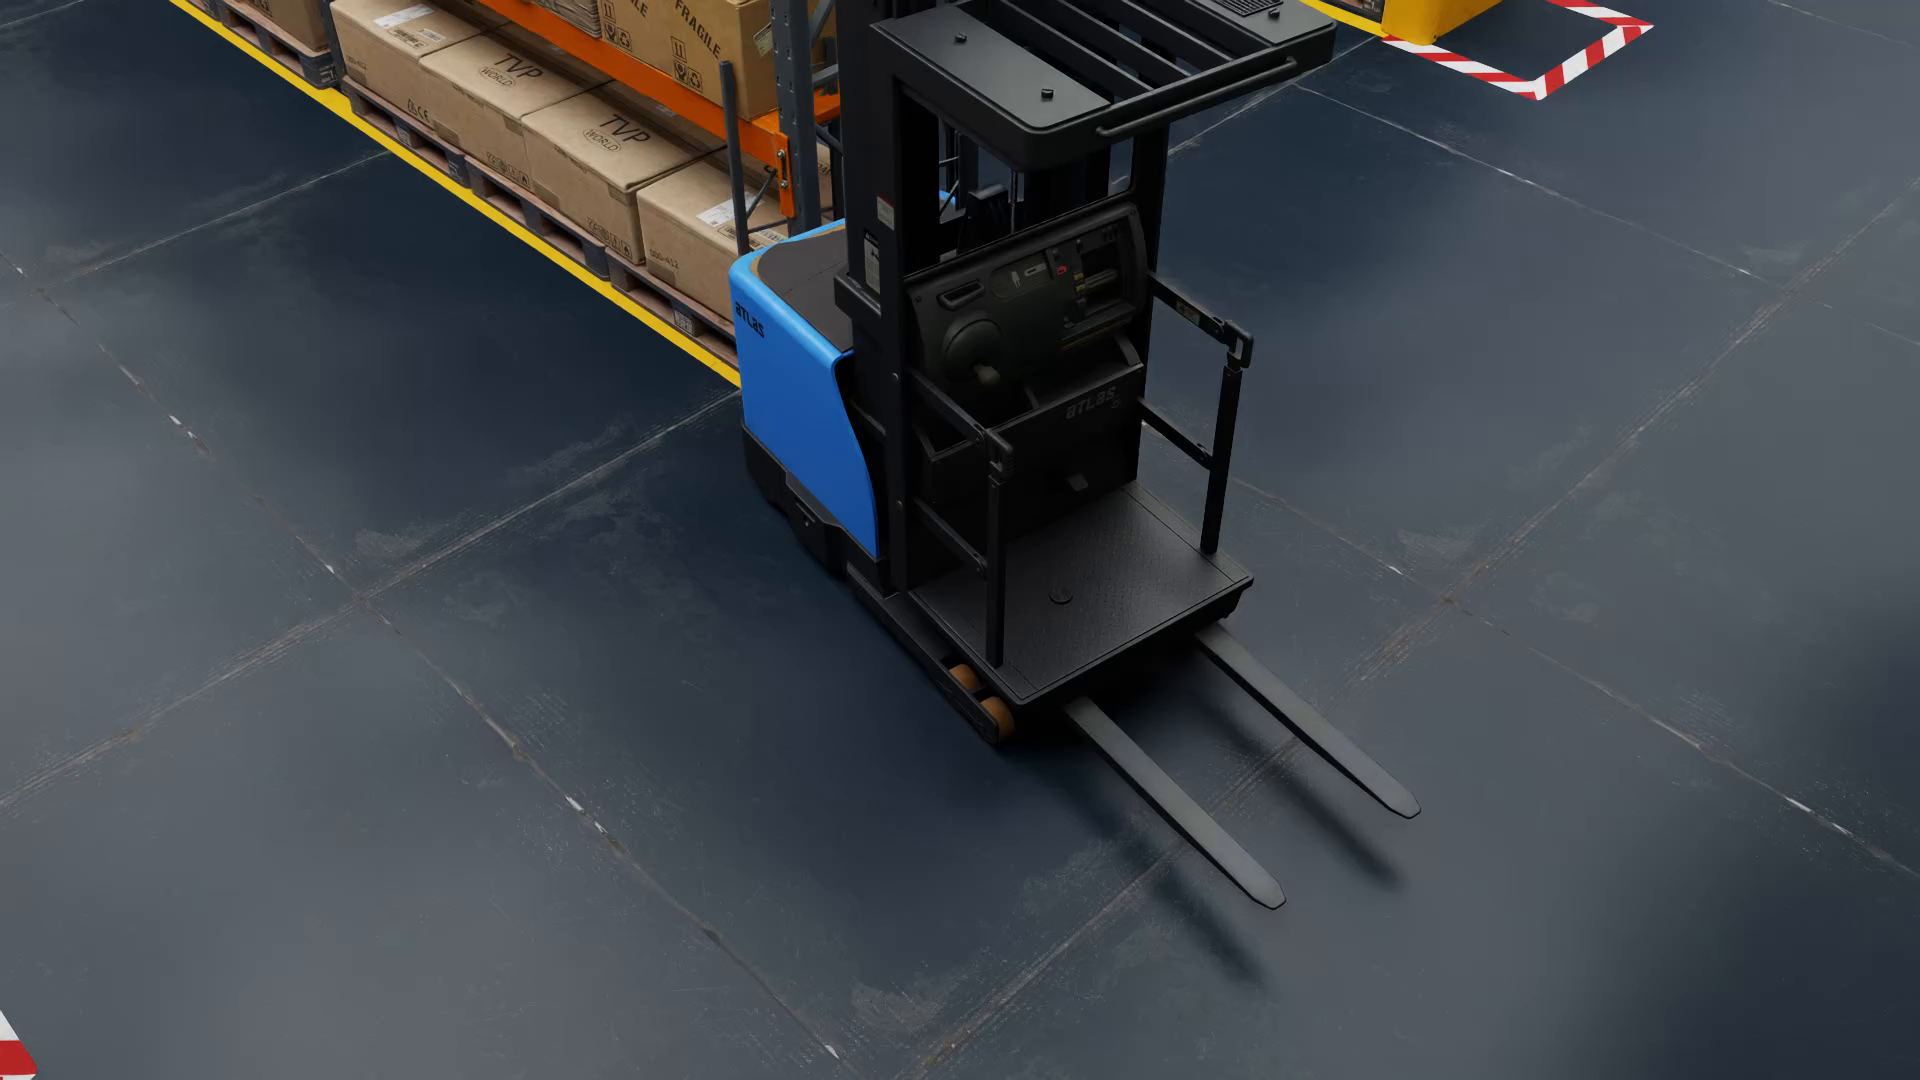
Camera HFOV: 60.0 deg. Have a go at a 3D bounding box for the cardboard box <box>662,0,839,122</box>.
[{"bbox_3d":[-0.843,-2.087,6.724,0.500,0.500,0.500,-34,52,-31],"label":"cardboard box"}]

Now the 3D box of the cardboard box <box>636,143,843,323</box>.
[{"bbox_3d":[-0.851,-1.427,7.663,0.875,0.438,0.875,32,52,30],"label":"cardboard box"}]

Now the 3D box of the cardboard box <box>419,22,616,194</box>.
[{"bbox_3d":[-2.139,-2.297,8.604,0.875,0.438,0.875,33,52,30],"label":"cardboard box"}]

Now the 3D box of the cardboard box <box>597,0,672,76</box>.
[{"bbox_3d":[-1.186,-2.335,6.993,0.500,0.500,0.500,33,52,31],"label":"cardboard box"}]

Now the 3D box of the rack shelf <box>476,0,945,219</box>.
[{"bbox_3d":[-1.727,-2.642,7.929,1.077,0.370,4.000,-34,53,-31],"label":"rack shelf"}]

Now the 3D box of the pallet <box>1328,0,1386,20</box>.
[{"bbox_3d":[2.516,-3.786,10.691,1.003,0.211,1.213,-34,53,-31],"label":"pallet"}]

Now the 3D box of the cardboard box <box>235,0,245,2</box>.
[{"bbox_3d":[-4.277,-3.931,10.050,0.875,0.875,0.875,-33,52,-30],"label":"cardboard box"}]

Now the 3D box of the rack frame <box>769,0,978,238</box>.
[{"bbox_3d":[-0.315,-1.945,6.645,1.000,3.000,0.127,-34,53,-31],"label":"rack frame"}]

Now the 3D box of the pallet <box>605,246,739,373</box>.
[{"bbox_3d":[-0.935,-1.268,7.966,1.003,0.211,1.213,-34,53,-31],"label":"pallet"}]

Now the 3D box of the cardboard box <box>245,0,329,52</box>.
[{"bbox_3d":[-3.634,-3.500,9.584,0.875,0.875,0.875,-32,52,-30],"label":"cardboard box"}]

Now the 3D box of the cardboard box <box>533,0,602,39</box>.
[{"bbox_3d":[-1.557,-2.577,7.255,0.500,0.500,0.500,-33,52,-30],"label":"cardboard box"}]

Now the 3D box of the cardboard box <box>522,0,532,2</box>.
[{"bbox_3d":[-1.930,-2.819,7.517,0.500,0.500,0.500,-33,52,-30],"label":"cardboard box"}]

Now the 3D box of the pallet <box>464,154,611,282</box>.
[{"bbox_3d":[-1.792,-1.854,8.601,1.003,0.211,1.213,-34,53,-31],"label":"pallet"}]

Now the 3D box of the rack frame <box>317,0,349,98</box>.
[{"bbox_3d":[-3.139,-3.867,8.725,1.000,3.000,0.127,-34,53,-31],"label":"rack frame"}]

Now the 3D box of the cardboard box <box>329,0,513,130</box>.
[{"bbox_3d":[-2.772,-2.727,9.070,0.875,0.438,0.875,33,52,31],"label":"cardboard box"}]

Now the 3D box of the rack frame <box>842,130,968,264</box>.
[{"bbox_3d":[-0.187,-0.814,6.370,0.500,1.500,0.032,-21,43,-24],"label":"rack frame"}]

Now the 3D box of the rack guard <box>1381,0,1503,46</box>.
[{"bbox_3d":[3.065,-3.484,10.152,1.175,0.500,0.348,-34,53,-31],"label":"rack guard"}]

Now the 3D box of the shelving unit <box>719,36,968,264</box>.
[{"bbox_3d":[-0.447,-1.080,6.704,0.587,1.500,1.083,-21,43,-24],"label":"shelving unit"}]

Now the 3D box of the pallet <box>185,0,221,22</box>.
[{"bbox_3d":[-4.603,-3.764,10.668,1.003,0.211,1.213,-34,53,-31],"label":"pallet"}]

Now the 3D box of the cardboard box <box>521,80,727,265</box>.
[{"bbox_3d":[-1.504,-1.863,8.135,0.875,0.438,0.875,-33,52,-30],"label":"cardboard box"}]

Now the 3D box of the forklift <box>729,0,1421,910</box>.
[{"bbox_3d":[0.366,-0.728,5.378,1.130,2.935,3.031,-26,49,-25],"label":"forklift"}]

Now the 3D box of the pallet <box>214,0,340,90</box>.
[{"bbox_3d":[-3.738,-3.178,10.033,1.003,0.211,1.213,-34,53,-31],"label":"pallet"}]

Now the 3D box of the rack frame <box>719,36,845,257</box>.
[{"bbox_3d":[-0.716,-1.355,7.050,0.500,1.500,0.032,-21,43,-24],"label":"rack frame"}]

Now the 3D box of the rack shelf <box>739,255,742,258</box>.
[{"bbox_3d":[-0.450,-0.944,6.823,0.538,0.185,1.000,-21,43,-24],"label":"rack shelf"}]

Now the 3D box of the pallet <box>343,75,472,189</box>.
[{"bbox_3d":[-2.658,-2.440,9.235,1.003,0.211,1.213,-34,53,-31],"label":"pallet"}]
